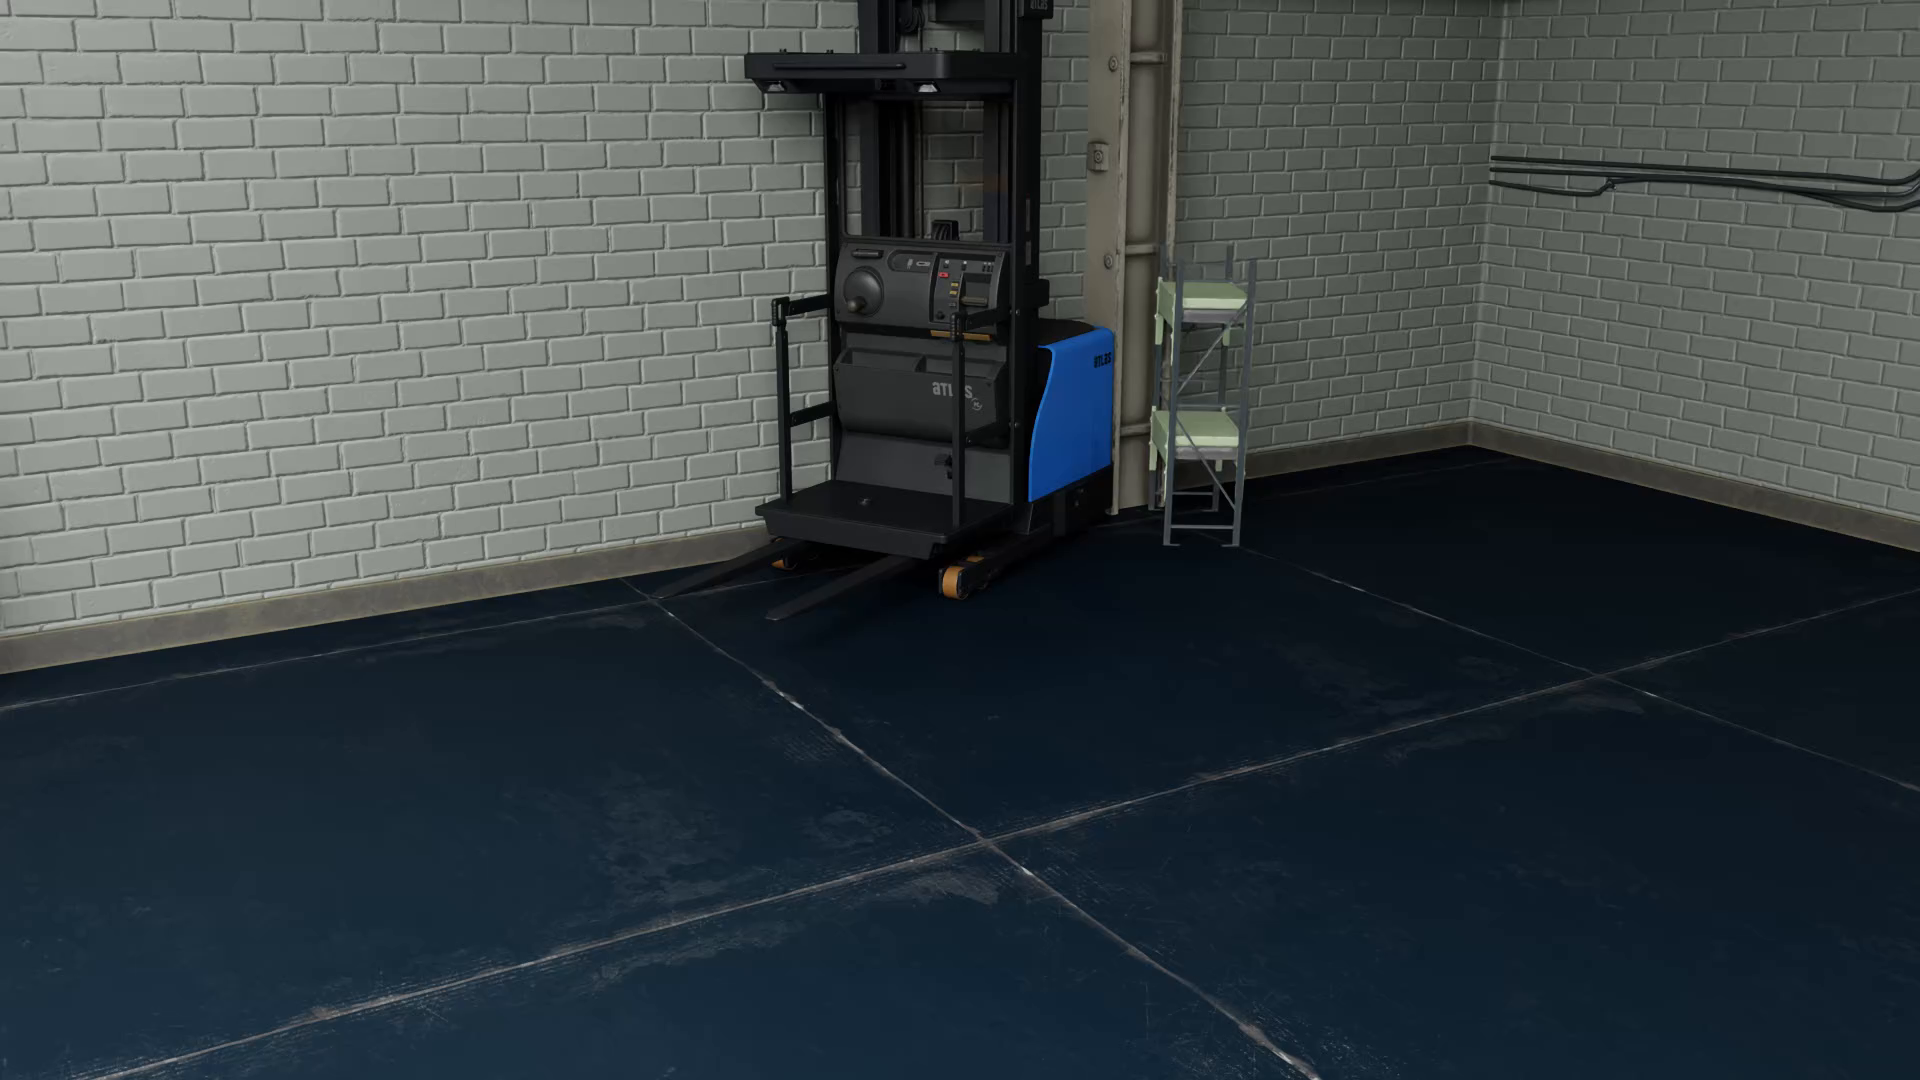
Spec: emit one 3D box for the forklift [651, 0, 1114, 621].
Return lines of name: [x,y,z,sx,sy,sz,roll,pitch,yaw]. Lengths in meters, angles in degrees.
forklift: [-0.307,-1.265,7.992,1.130,2.935,3.031,9,18,28]

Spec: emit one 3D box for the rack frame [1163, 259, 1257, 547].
rack frame: [1.285,-0.692,8.585,0.400,1.500,0.023,1,16,0]

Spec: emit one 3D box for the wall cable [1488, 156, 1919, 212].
wall cable: [4.150,-3.145,9.211,0.112,2.526,3.097,-9,18,-30]

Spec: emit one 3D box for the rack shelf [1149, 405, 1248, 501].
rack shelf: [1.279,-0.477,9.026,0.431,0.370,0.720,1,16,0]

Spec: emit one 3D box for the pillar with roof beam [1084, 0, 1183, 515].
pillar with roof beam: [3.161,-3.541,4.869,0.400,9.000,9.100,-9,18,-30]

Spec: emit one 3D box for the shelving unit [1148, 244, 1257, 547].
shelving unit: [1.284,-0.790,8.938,0.431,1.500,0.755,1,16,0]

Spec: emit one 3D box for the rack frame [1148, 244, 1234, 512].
rack frame: [1.284,-0.889,9.290,0.400,1.500,0.023,1,16,0]

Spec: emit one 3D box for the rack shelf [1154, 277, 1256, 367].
rack shelf: [1.290,-1.166,8.832,0.431,0.370,0.720,1,16,0]
